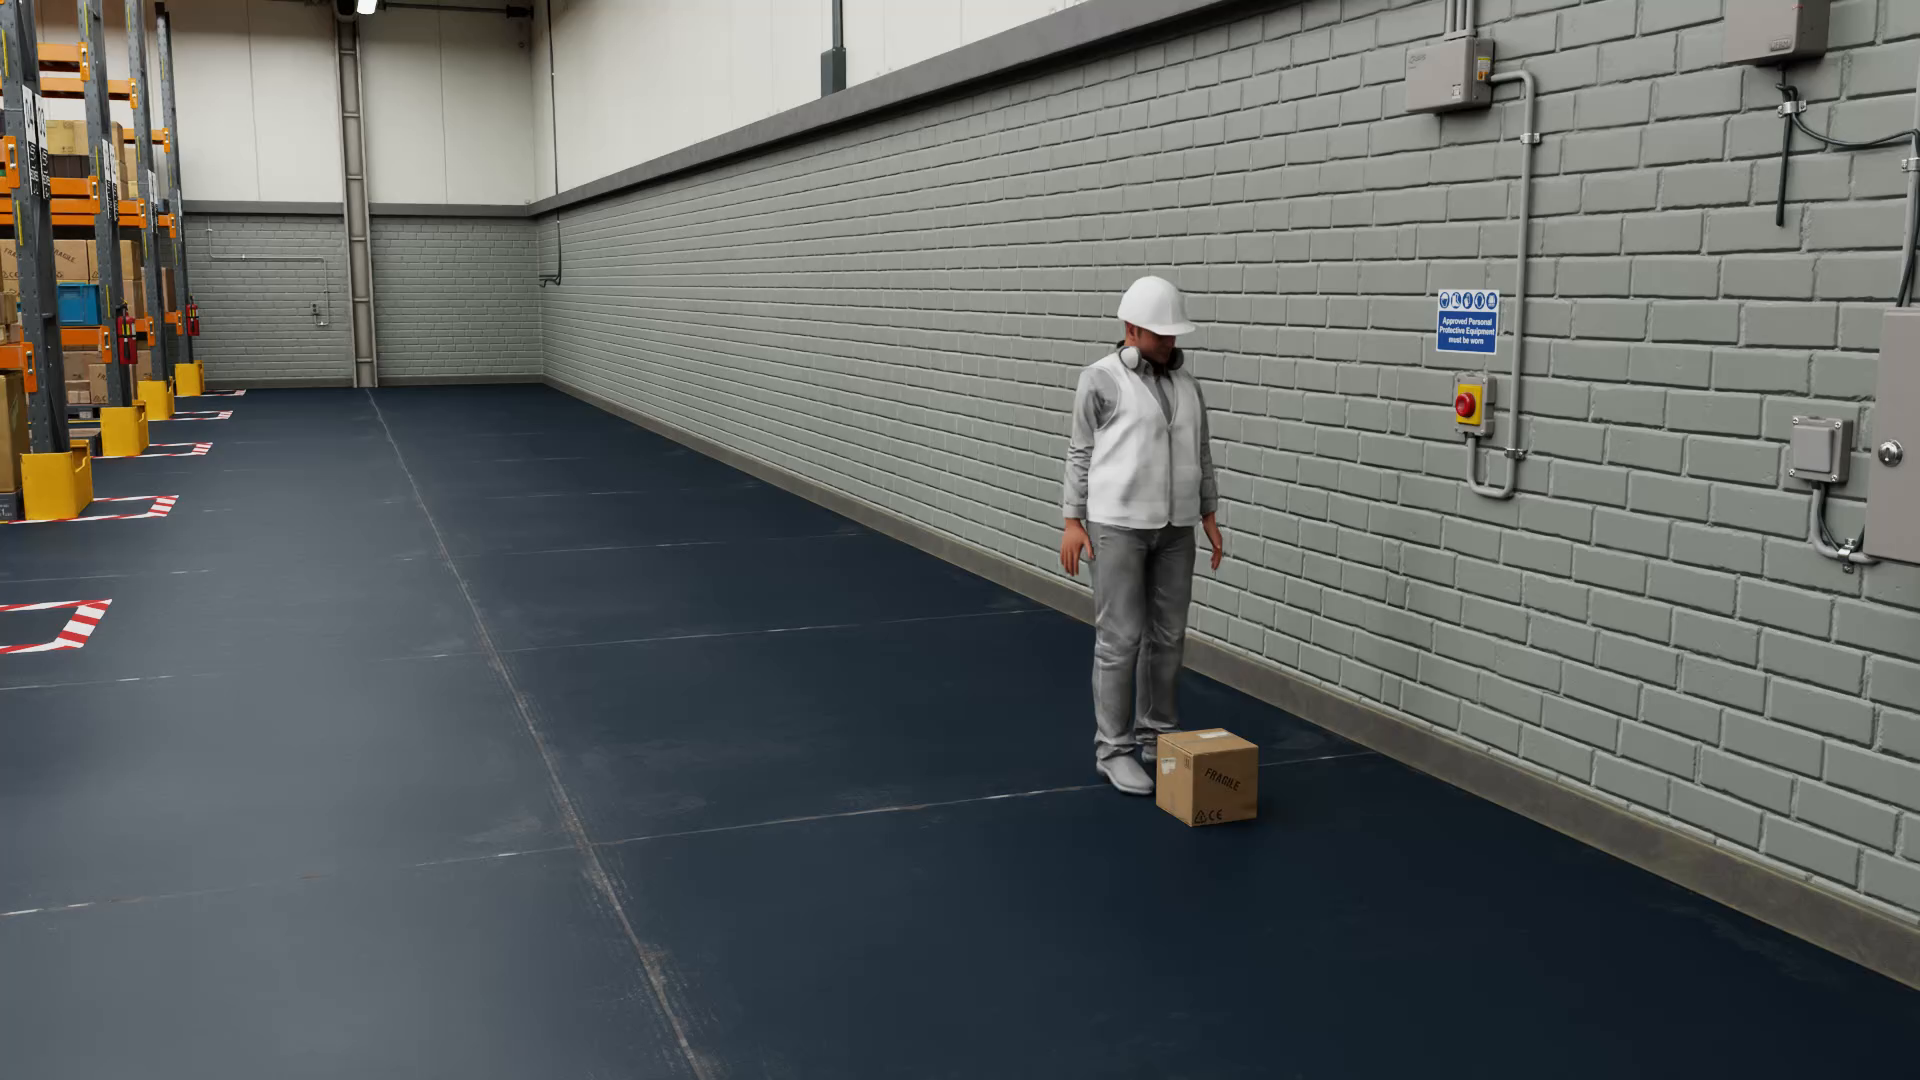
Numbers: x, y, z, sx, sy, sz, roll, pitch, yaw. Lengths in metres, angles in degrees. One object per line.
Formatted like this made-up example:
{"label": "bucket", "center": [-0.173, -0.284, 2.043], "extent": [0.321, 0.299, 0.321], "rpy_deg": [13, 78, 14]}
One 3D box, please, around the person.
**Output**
{"label": "person", "center": [0.686, -0.032, 5.907], "extent": [0.598, 1.791, 0.448], "rpy_deg": [-5, 10, -30]}
